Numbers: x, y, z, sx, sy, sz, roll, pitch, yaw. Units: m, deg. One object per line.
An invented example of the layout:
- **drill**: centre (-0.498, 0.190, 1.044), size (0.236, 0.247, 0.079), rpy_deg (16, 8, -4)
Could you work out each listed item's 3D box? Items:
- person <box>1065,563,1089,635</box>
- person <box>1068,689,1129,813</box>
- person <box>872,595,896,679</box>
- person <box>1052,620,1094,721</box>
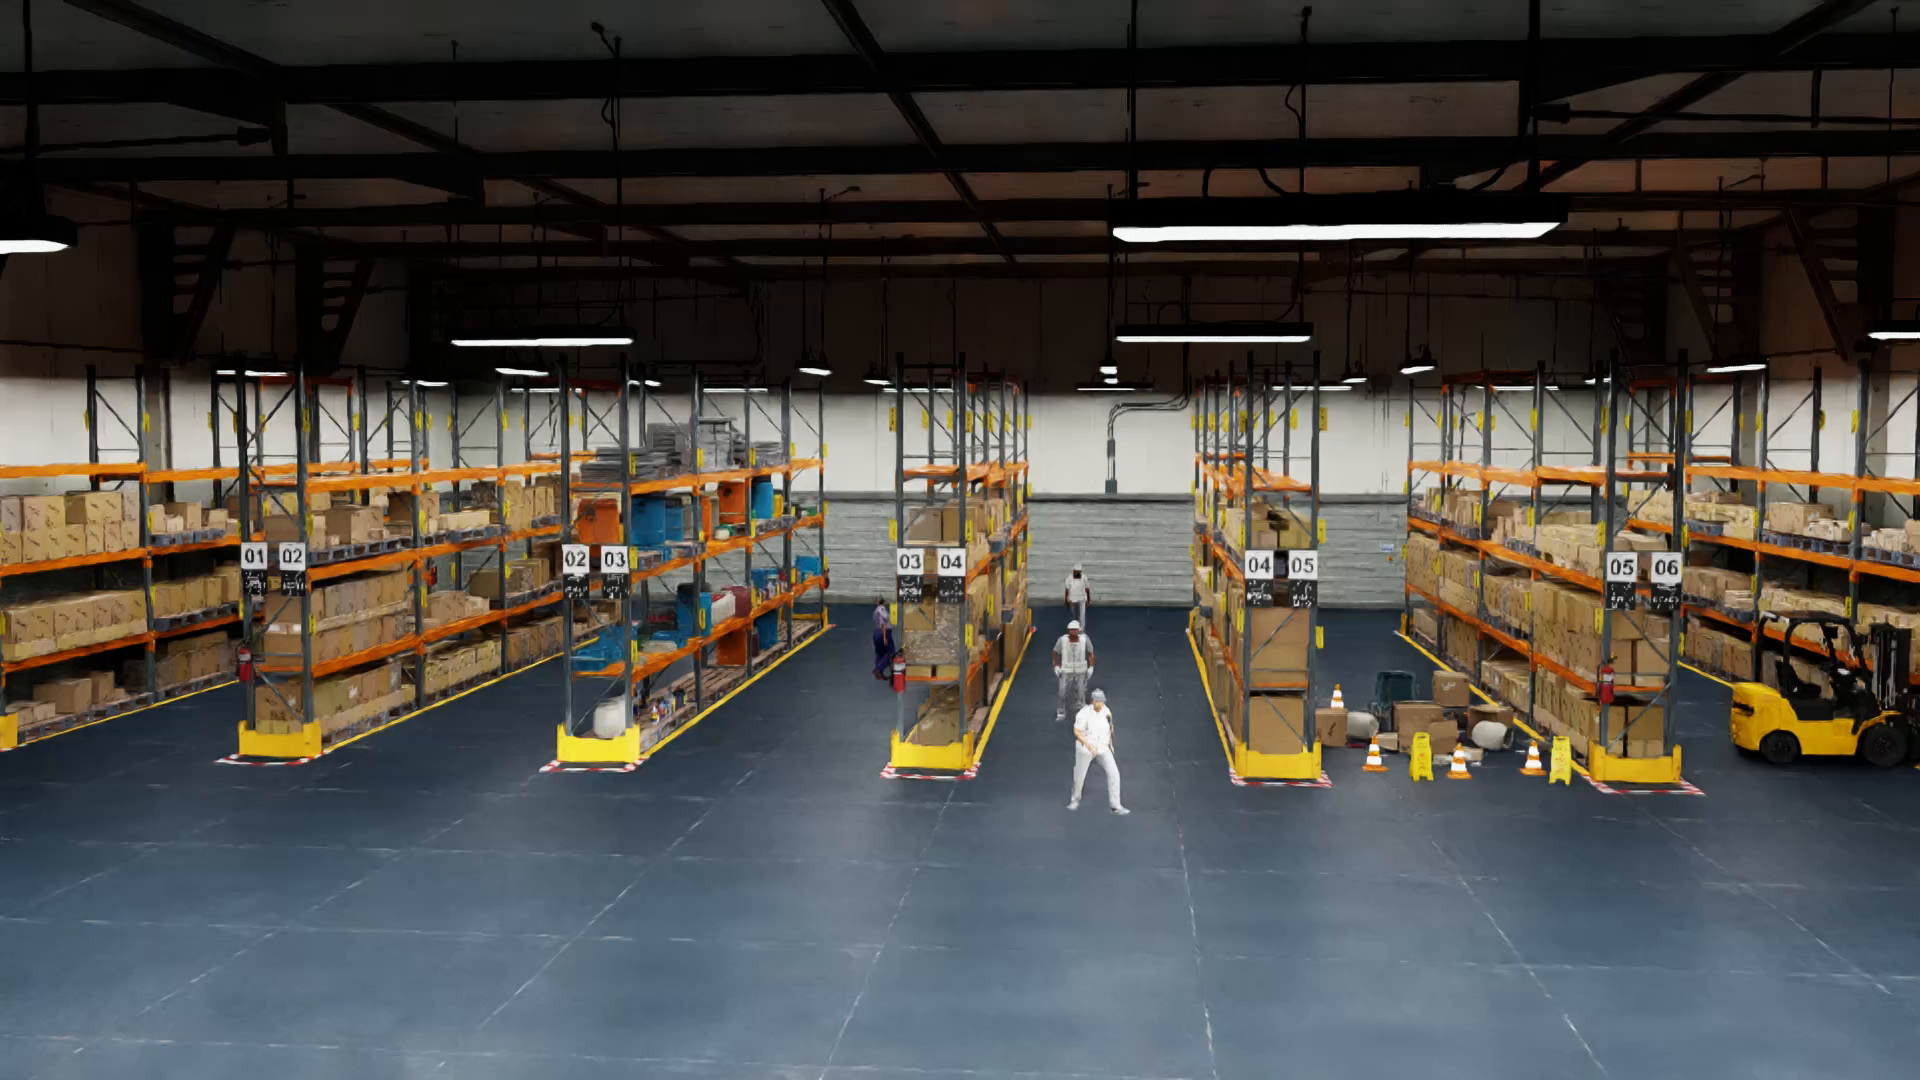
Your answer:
- **person**: centre (2.731, 1.380, 38.954), size (0.569, 1.691, 1.121), rpy_deg (1, 4, 8)
- **person**: centre (1.747, 2.682, 21.351), size (0.665, 1.601, 0.794), rpy_deg (-1, 4, -13)
- **person**: centre (-1.521, 1.894, 32.209), size (0.437, 1.645, 0.539), rpy_deg (-2, 4, -24)
- **person**: centre (1.880, 2.181, 27.624), size (0.702, 1.735, 0.549), rpy_deg (0, 4, 4)
